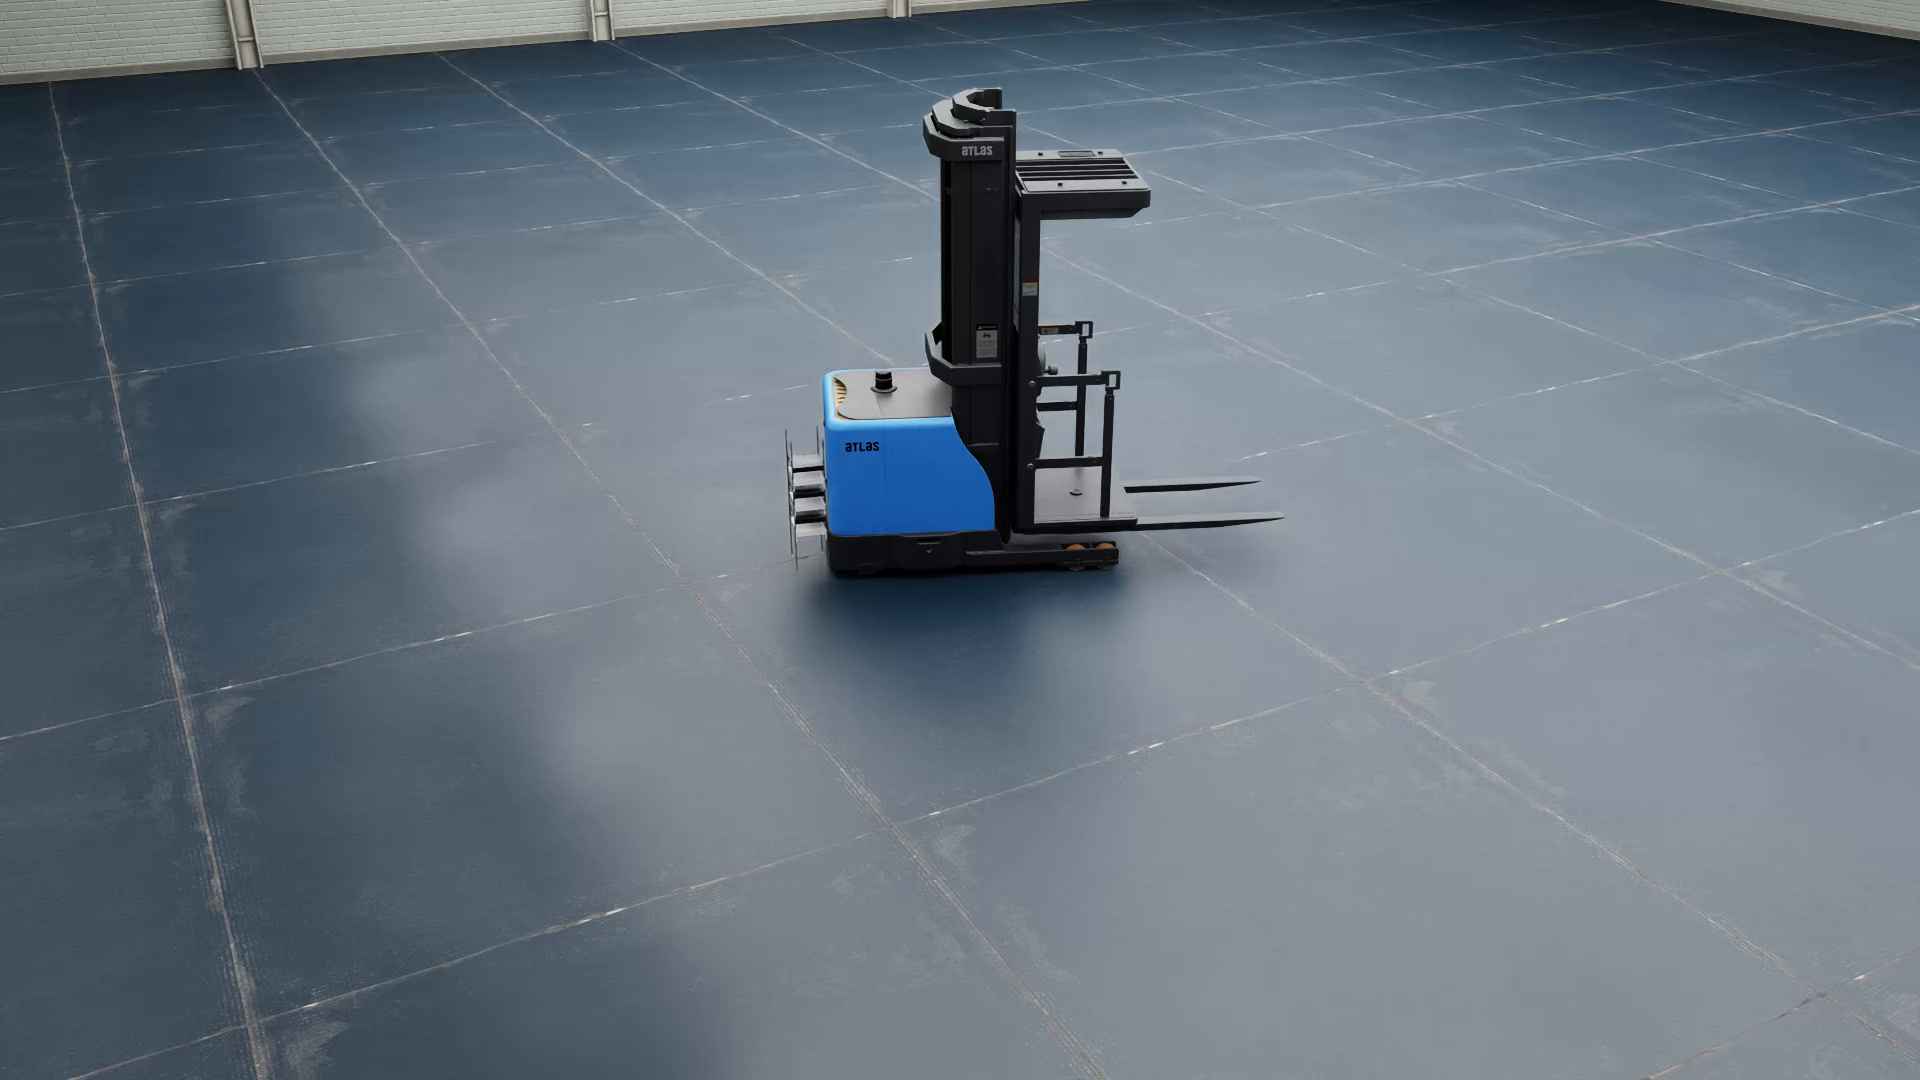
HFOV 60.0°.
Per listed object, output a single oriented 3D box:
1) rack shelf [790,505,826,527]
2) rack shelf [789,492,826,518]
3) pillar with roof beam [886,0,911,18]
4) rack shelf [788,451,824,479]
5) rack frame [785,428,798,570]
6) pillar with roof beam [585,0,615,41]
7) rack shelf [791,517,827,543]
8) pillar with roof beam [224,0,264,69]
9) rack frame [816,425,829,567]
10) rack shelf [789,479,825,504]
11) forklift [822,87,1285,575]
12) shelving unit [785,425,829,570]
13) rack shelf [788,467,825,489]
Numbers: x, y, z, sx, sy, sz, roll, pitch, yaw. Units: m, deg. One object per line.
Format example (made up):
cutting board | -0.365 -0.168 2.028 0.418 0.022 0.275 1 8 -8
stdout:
rack shelf | -0.991 -0.160 10.828 0.200 0.077 0.258 -6 26 -13
rack shelf | -0.991 -0.241 10.789 0.200 0.077 0.258 -6 26 -13
pillar with roof beam | 0.824 -12.714 27.334 0.400 9.000 9.100 -13 29 -25
rack shelf | -0.991 -0.484 10.672 0.200 0.077 0.258 -6 26 -13
rack frame | -1.090 -0.260 10.752 0.006 0.900 0.240 -6 26 -13
pillar with roof beam | -4.470 -11.492 24.789 0.400 9.000 9.100 -13 29 -25
rack shelf | -0.991 -0.079 10.867 0.200 0.077 0.258 -6 26 -13
pillar with roof beam | -9.764 -10.270 22.244 0.400 9.000 9.100 -13 29 -25
rack frame | -0.893 -0.282 10.797 0.006 0.900 0.240 -6 26 -13
rack shelf | -0.991 -0.322 10.750 0.200 0.077 0.258 -6 26 -13
forklift | 0.620 -1.349 10.672 3.031 2.935 1.130 -3 26 -5
shelving unit | -0.991 -0.271 10.774 0.210 0.900 0.258 -6 26 -13
rack shelf | -0.991 -0.403 10.711 0.200 0.077 0.258 -6 26 -13
